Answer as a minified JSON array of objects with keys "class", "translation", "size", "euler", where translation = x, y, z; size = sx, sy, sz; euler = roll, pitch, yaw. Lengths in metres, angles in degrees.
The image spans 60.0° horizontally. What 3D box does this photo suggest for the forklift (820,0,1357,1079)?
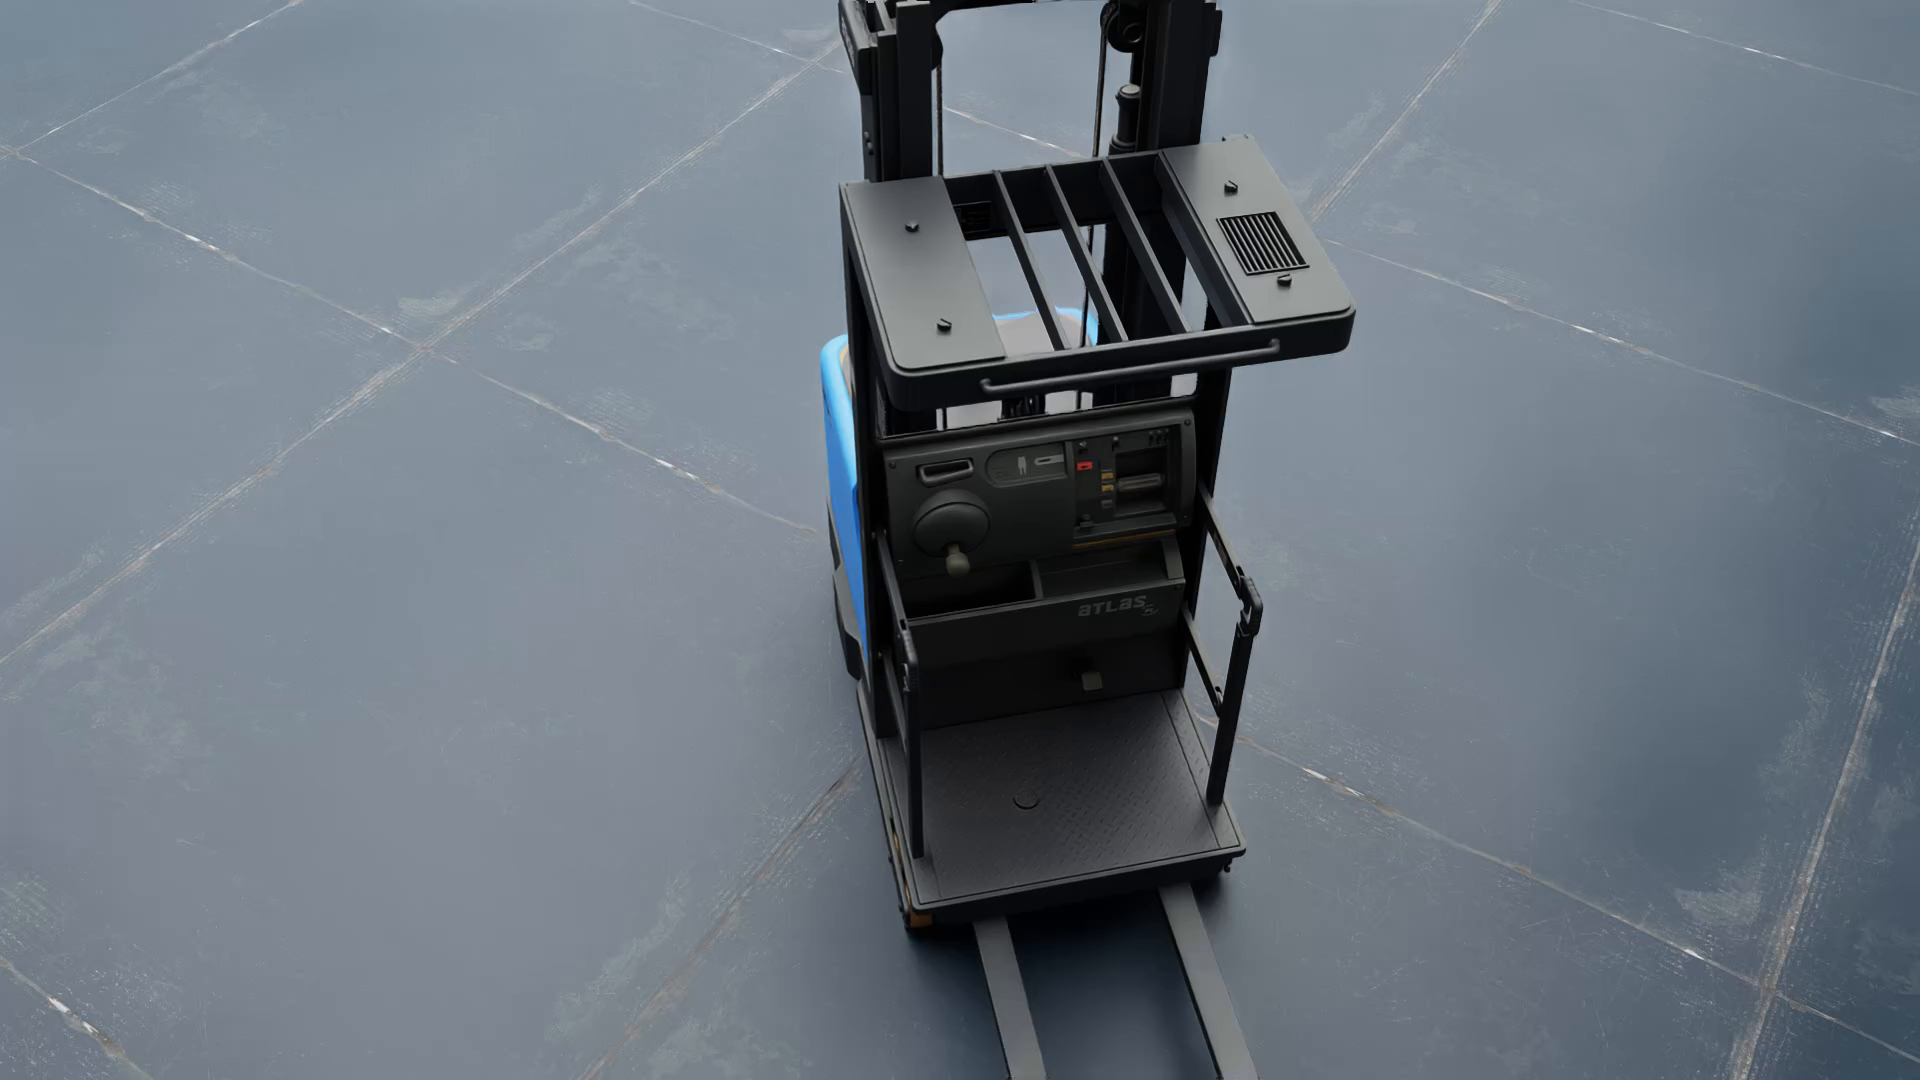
[{"class":"forklift","translation":[0.290,-0.041,4.746],"size":[1.130,2.935,3.031],"euler":[-9,46,-8]}]
